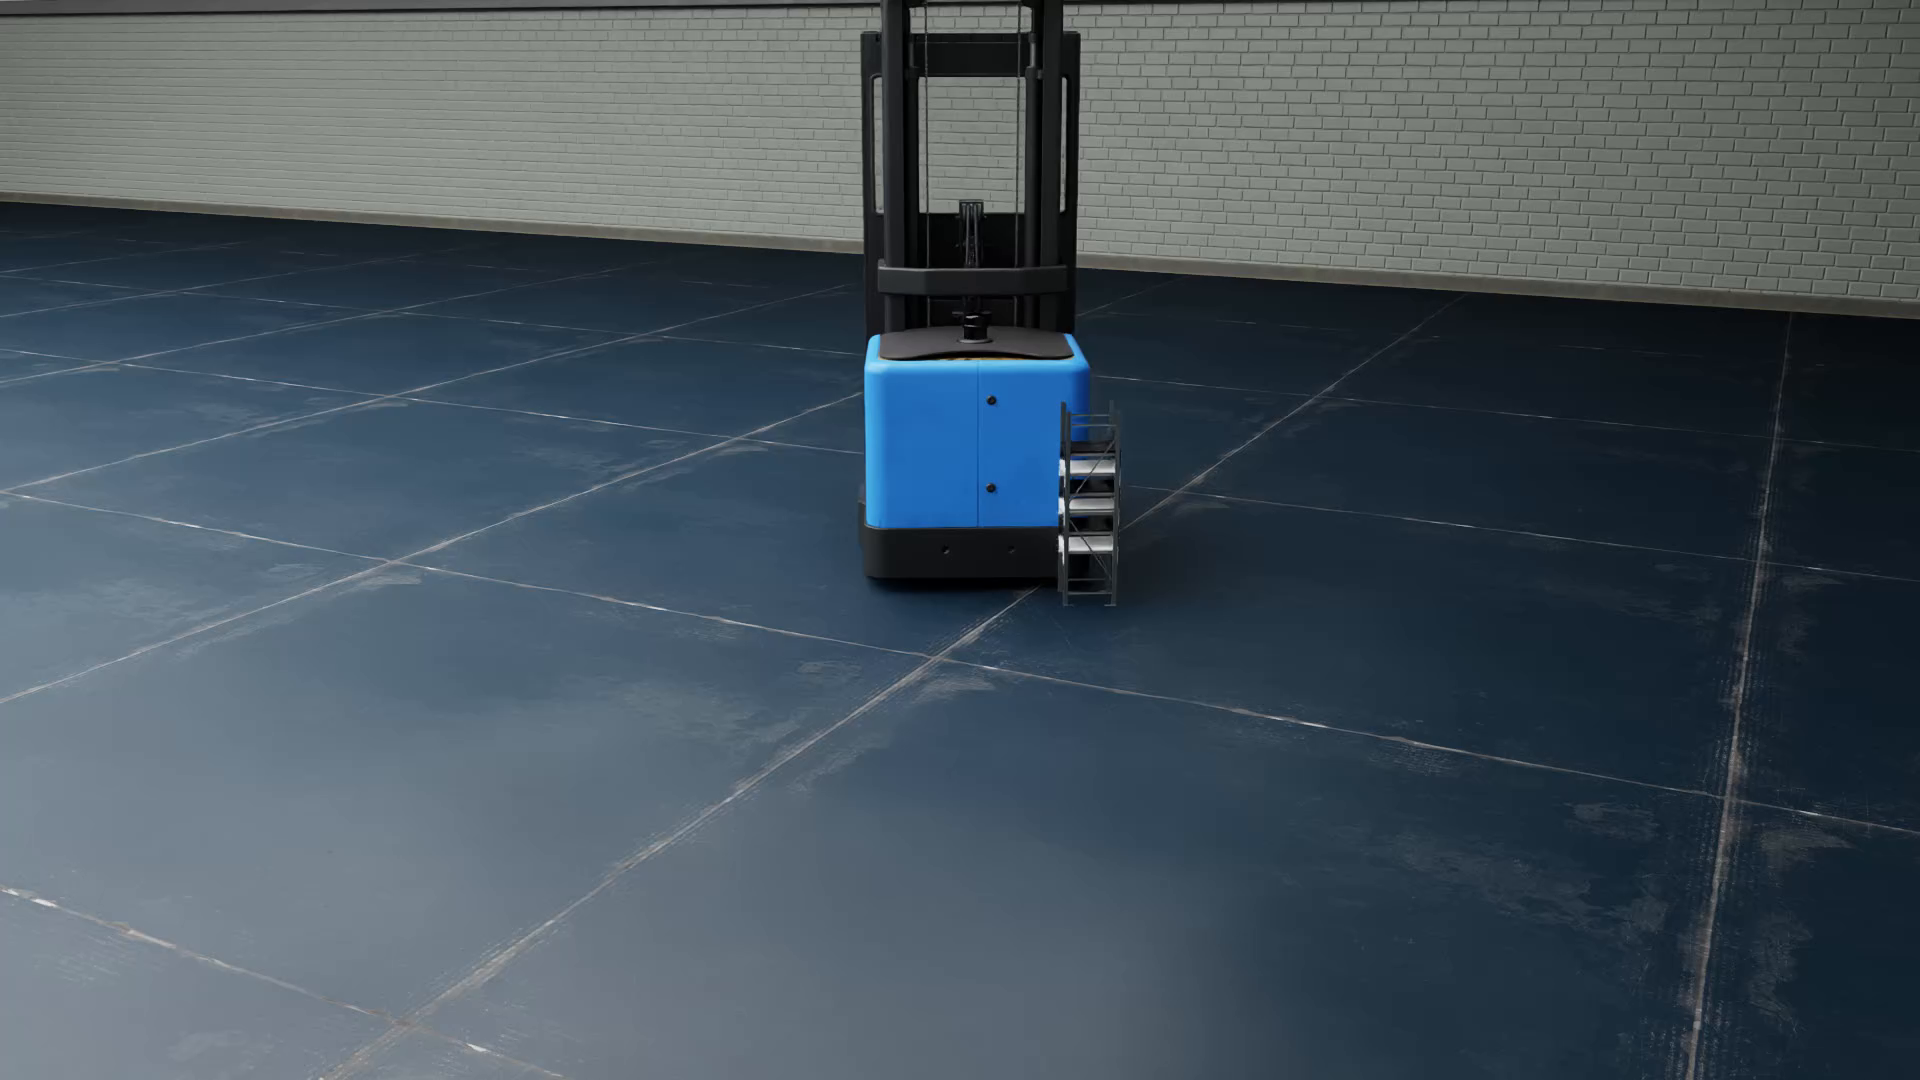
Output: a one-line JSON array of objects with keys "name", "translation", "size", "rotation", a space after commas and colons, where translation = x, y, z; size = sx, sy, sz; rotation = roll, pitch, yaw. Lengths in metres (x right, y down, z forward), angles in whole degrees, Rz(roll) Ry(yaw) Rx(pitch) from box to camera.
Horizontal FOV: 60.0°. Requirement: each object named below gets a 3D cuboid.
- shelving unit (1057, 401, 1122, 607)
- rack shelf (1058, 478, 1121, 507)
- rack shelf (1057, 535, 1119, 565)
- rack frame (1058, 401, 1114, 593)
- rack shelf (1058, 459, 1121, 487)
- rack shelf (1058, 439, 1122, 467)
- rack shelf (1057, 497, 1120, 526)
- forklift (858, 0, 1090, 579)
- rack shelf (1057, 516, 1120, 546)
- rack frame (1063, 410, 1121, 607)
[{"name": "shelving unit", "translation": [0.579, -0.161, 7.485], "size": [0.258, 0.900, 0.210], "rotation": [-1, 17, -3]}, {"name": "rack shelf", "translation": [0.579, -0.215, 7.469], "size": [0.258, 0.077, 0.200], "rotation": [-1, 17, -3]}, {"name": "rack shelf", "translation": [0.579, 0.044, 7.545], "size": [0.258, 0.077, 0.200], "rotation": [-1, 17, -3]}, {"name": "rack frame", "translation": [0.573, -0.190, 7.582], "size": [0.240, 0.900, 0.006], "rotation": [-1, 17, -3]}, {"name": "rack shelf", "translation": [0.579, -0.301, 7.443], "size": [0.258, 0.077, 0.200], "rotation": [-1, 17, -3]}, {"name": "rack shelf", "translation": [0.579, -0.388, 7.417], "size": [0.258, 0.077, 0.200], "rotation": [-1, 17, -3]}, {"name": "rack shelf", "translation": [0.579, -0.129, 7.494], "size": [0.258, 0.077, 0.200], "rotation": [-1, 17, -3]}, {"name": "forklift", "translation": [0.044, -1.592, 8.736], "size": [1.130, 2.935, 3.031], "rotation": [0, 17, -1]}, {"name": "rack shelf", "translation": [0.579, -0.042, 7.520], "size": [0.258, 0.077, 0.200], "rotation": [-1, 17, -3]}, {"name": "rack frame", "translation": [0.585, -0.132, 7.387], "size": [0.240, 0.900, 0.006], "rotation": [-1, 17, -3]}]
